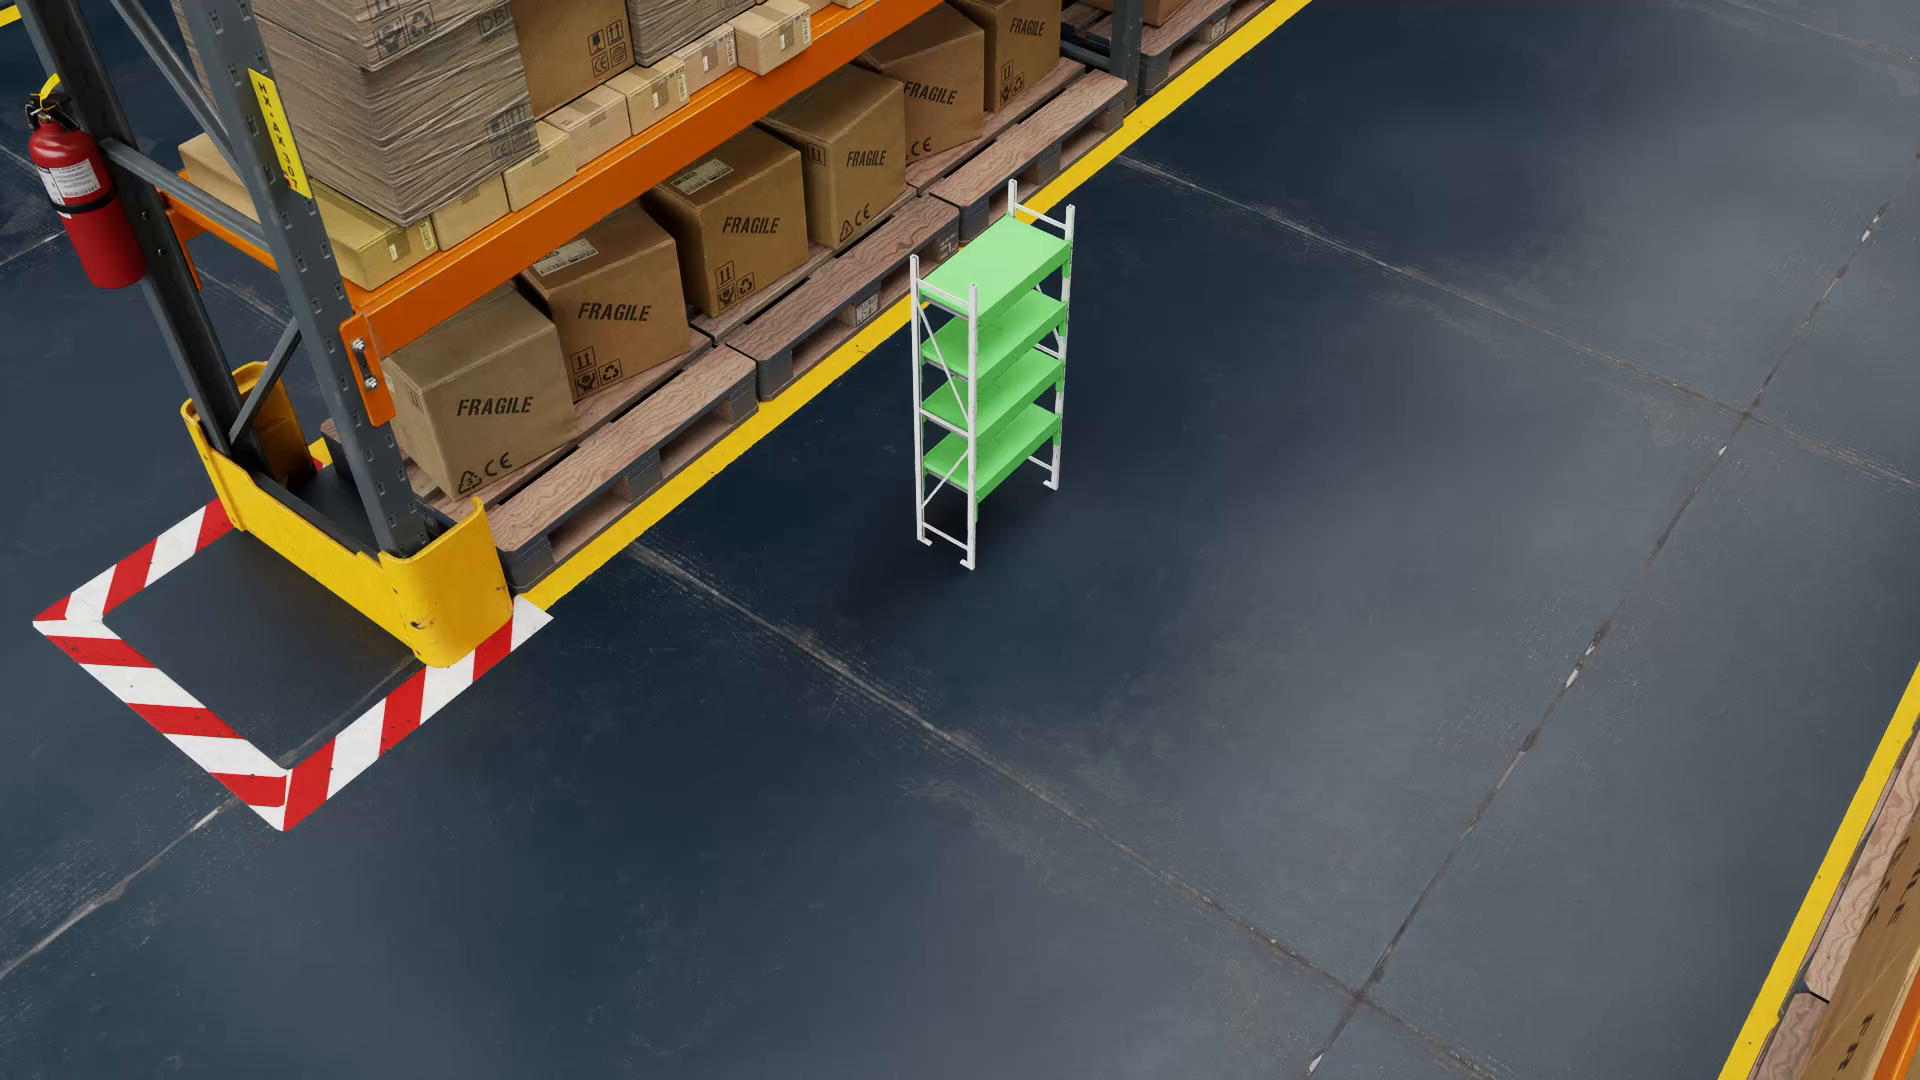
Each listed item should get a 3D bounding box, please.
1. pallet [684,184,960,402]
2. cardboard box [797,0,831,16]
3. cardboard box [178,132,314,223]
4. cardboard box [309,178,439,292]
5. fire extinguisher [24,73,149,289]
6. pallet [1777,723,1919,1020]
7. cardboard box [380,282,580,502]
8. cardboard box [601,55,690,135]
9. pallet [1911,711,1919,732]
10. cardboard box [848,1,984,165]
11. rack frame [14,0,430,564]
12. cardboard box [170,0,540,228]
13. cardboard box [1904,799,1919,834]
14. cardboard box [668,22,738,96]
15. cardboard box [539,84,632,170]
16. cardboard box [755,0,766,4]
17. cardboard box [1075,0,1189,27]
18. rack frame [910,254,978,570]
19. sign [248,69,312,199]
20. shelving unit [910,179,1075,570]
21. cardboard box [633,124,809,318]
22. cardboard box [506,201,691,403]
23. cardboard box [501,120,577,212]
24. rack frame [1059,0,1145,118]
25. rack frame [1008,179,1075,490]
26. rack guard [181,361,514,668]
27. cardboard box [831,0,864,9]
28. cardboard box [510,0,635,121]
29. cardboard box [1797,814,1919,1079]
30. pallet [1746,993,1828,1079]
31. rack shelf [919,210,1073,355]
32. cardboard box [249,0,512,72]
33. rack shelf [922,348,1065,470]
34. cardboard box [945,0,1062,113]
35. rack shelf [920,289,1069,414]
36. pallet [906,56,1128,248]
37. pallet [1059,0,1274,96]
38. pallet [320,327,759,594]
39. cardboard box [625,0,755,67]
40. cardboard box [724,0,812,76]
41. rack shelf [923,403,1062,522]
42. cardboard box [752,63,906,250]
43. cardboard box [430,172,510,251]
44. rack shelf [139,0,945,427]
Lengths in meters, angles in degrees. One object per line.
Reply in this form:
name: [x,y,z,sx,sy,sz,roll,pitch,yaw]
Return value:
pallet: [-0.752,-1.142,6.695,1.003,0.211,1.213,29,53,25]
cardboard box: [-0.664,-1.905,5.669,0.380,0.149,0.250,29,53,25]
cardboard box: [-2.058,-1.085,4.886,0.380,0.149,0.250,29,53,25]
cardboard box: [-1.706,-0.888,4.698,0.380,0.149,0.250,29,53,25]
fire extinguisher: [-2.504,-1.029,4.712,0.296,0.674,0.183,29,53,25]
pallet: [2.967,1.109,4.544,1.003,0.211,1.213,29,53,25]
cardboard box: [-1.674,-0.549,5.638,0.500,0.500,0.500,-33,54,-27]
cardboard box: [-1.079,-1.451,5.236,0.380,0.149,0.250,29,53,25]
pallet: [3.713,0.408,5.214,1.003,0.211,1.213,29,53,25]
cardboard box: [-0.244,-1.945,6.972,0.500,0.500,0.500,-26,52,-23]
rack frame: [-2.069,-0.917,4.552,1.000,3.000,0.127,29,53,25]
cardboard box: [-1.711,-1.357,4.697,0.875,0.500,0.500,29,53,25]
cardboard box: [3.252,0.480,4.396,0.875,0.875,0.875,30,53,25]
cardboard box: [-0.947,-1.606,5.384,0.380,0.149,0.250,29,53,25]
cardboard box: [-1.237,-1.311,5.102,0.380,0.149,0.250,29,53,25]
cardboard box: [-0.845,-2.244,5.545,0.875,0.500,0.500,29,53,25]
cardboard box: [0.769,-2.836,7.810,0.700,0.500,0.500,25,51,22]
rack frame: [-0.048,-0.370,5.273,0.240,1.200,0.015,29,53,25]
sign: [-1.640,-0.977,4.010,0.100,0.325,0.005,29,53,25]
shelving unit: [0.101,-0.509,5.407,0.258,1.200,0.503,29,53,25]
cardboard box: [-0.938,-1.256,6.314,0.500,0.500,0.500,34,55,28]
cardboard box: [-1.336,-0.906,5.979,0.500,0.500,0.500,-29,53,-25]
cardboard box: [-1.373,-1.159,4.957,0.380,0.149,0.250,29,53,25]
rack frame: [0.377,-3.206,6.738,1.000,3.000,0.127,29,53,25]
rack frame: [0.250,-0.649,5.540,0.240,1.200,0.015,29,53,25]
rack guard: [-2.023,-0.097,5.497,1.175,0.500,0.348,29,53,25]
cardboard box: [-0.451,-2.015,5.774,0.380,0.149,0.250,29,53,25]
cardboard box: [-1.500,-1.696,5.021,0.875,0.500,0.500,29,53,25]
cardboard box: [2.693,1.001,3.899,0.875,0.875,0.875,28,53,24]
pallet: [2.221,1.804,3.880,1.003,0.211,1.213,29,53,25]
rack shelf: [0.101,-0.797,5.106,0.258,0.148,0.480,29,53,25]
cardboard box: [-1.517,-1.594,4.232,0.500,0.500,0.500,29,53,25]
rack shelf: [0.101,-0.465,5.453,0.258,0.148,0.480,29,53,25]
cardboard box: [0.100,-2.277,7.289,0.500,0.500,0.500,28,52,24]
rack shelf: [0.101,-0.631,5.279,0.258,0.148,0.480,29,53,25]
pallet: [-0.006,-1.843,7.365,1.003,0.211,1.213,29,53,25]
pallet: [0.851,-2.689,8.173,1.003,0.211,1.213,29,53,25]
pallet: [-1.498,-0.447,6.031,1.003,0.211,1.213,29,53,25]
cardboard box: [-1.160,-1.963,5.276,0.875,0.500,0.500,29,53,25]
cardboard box: [-0.712,-1.704,5.477,0.380,0.149,0.250,29,53,25]
rack shelf: [0.101,-0.299,5.626,0.258,0.148,0.480,29,53,25]
cardboard box: [-0.561,-1.555,6.600,0.500,0.500,0.500,25,51,22]
cardboard box: [-1.538,-1.023,4.826,0.380,0.149,0.250,29,53,25]
rack shelf: [-0.846,-1.813,5.905,1.077,0.370,4.000,29,53,25]
